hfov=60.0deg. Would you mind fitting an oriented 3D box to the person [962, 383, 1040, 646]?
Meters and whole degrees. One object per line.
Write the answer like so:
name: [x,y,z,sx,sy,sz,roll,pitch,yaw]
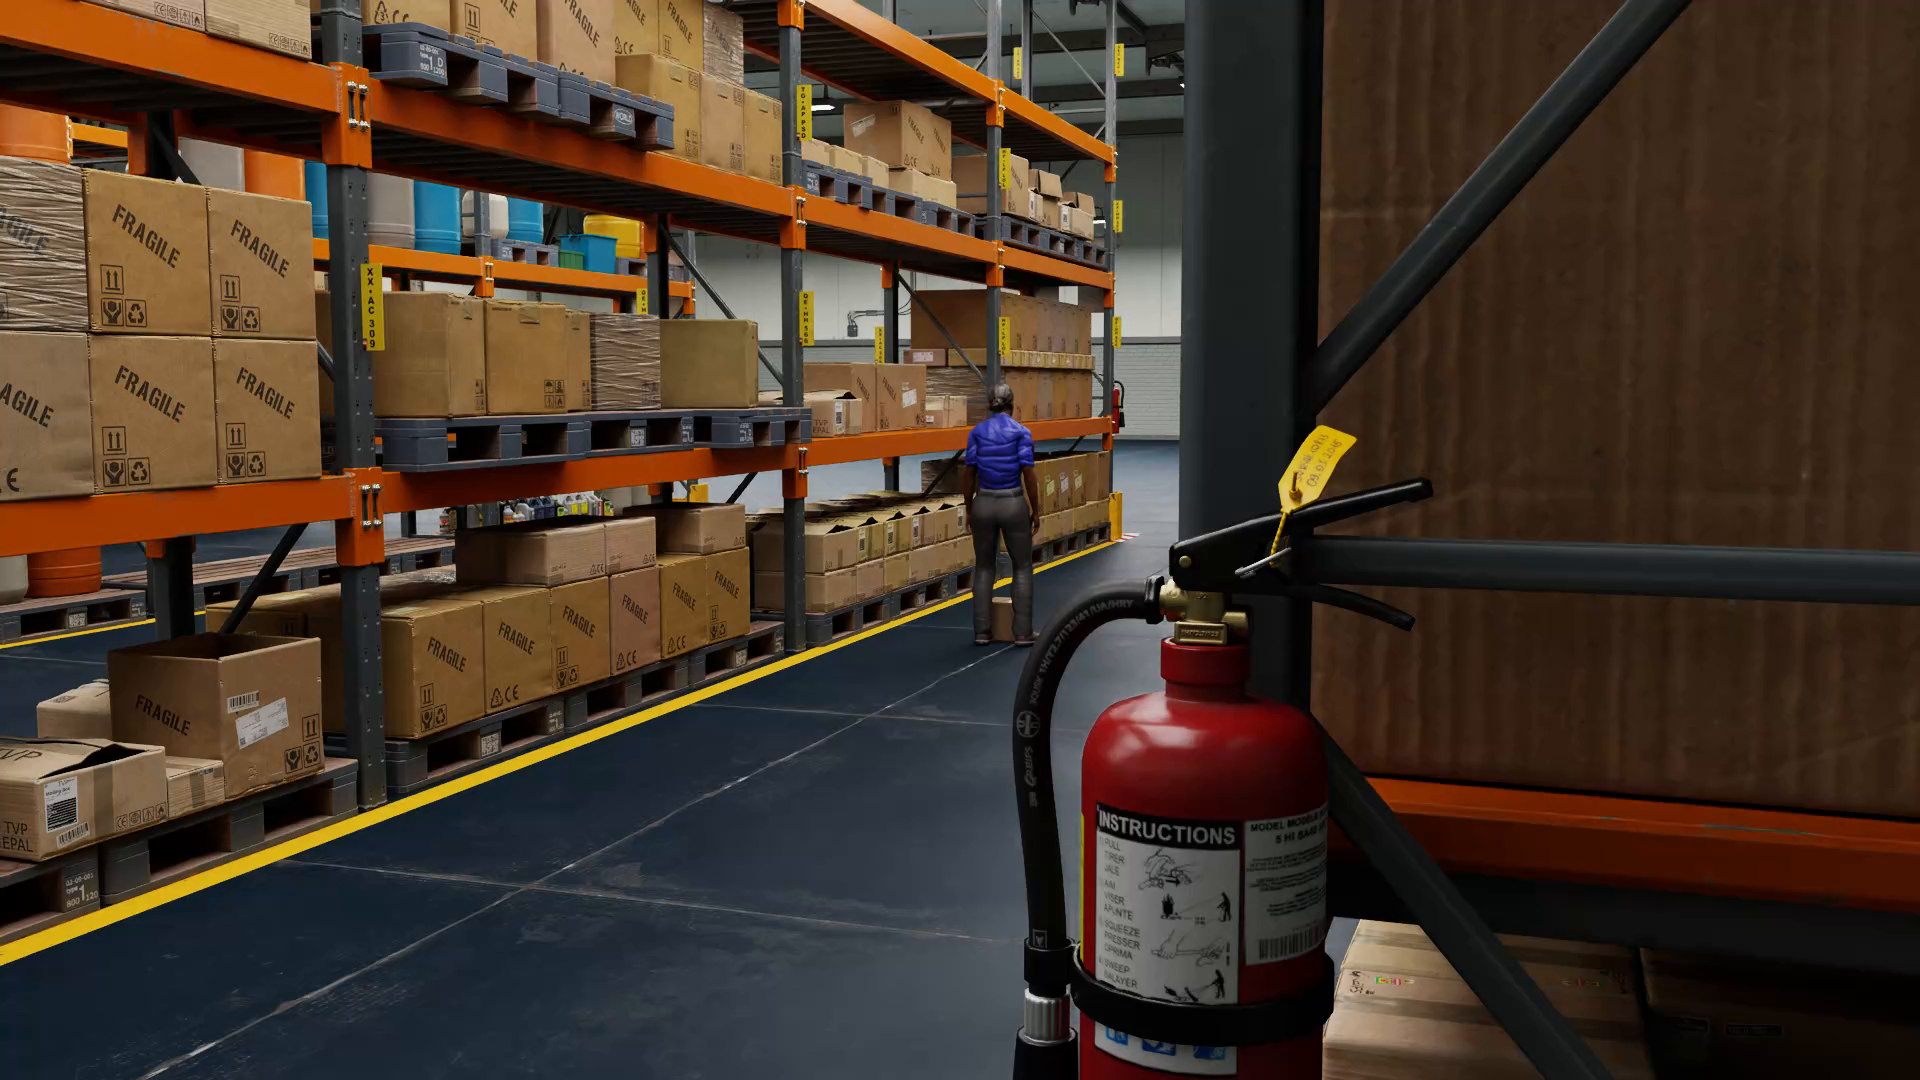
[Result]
person: [0.269,-0.162,10.513,0.506,1.654,0.350,2,6,17]
